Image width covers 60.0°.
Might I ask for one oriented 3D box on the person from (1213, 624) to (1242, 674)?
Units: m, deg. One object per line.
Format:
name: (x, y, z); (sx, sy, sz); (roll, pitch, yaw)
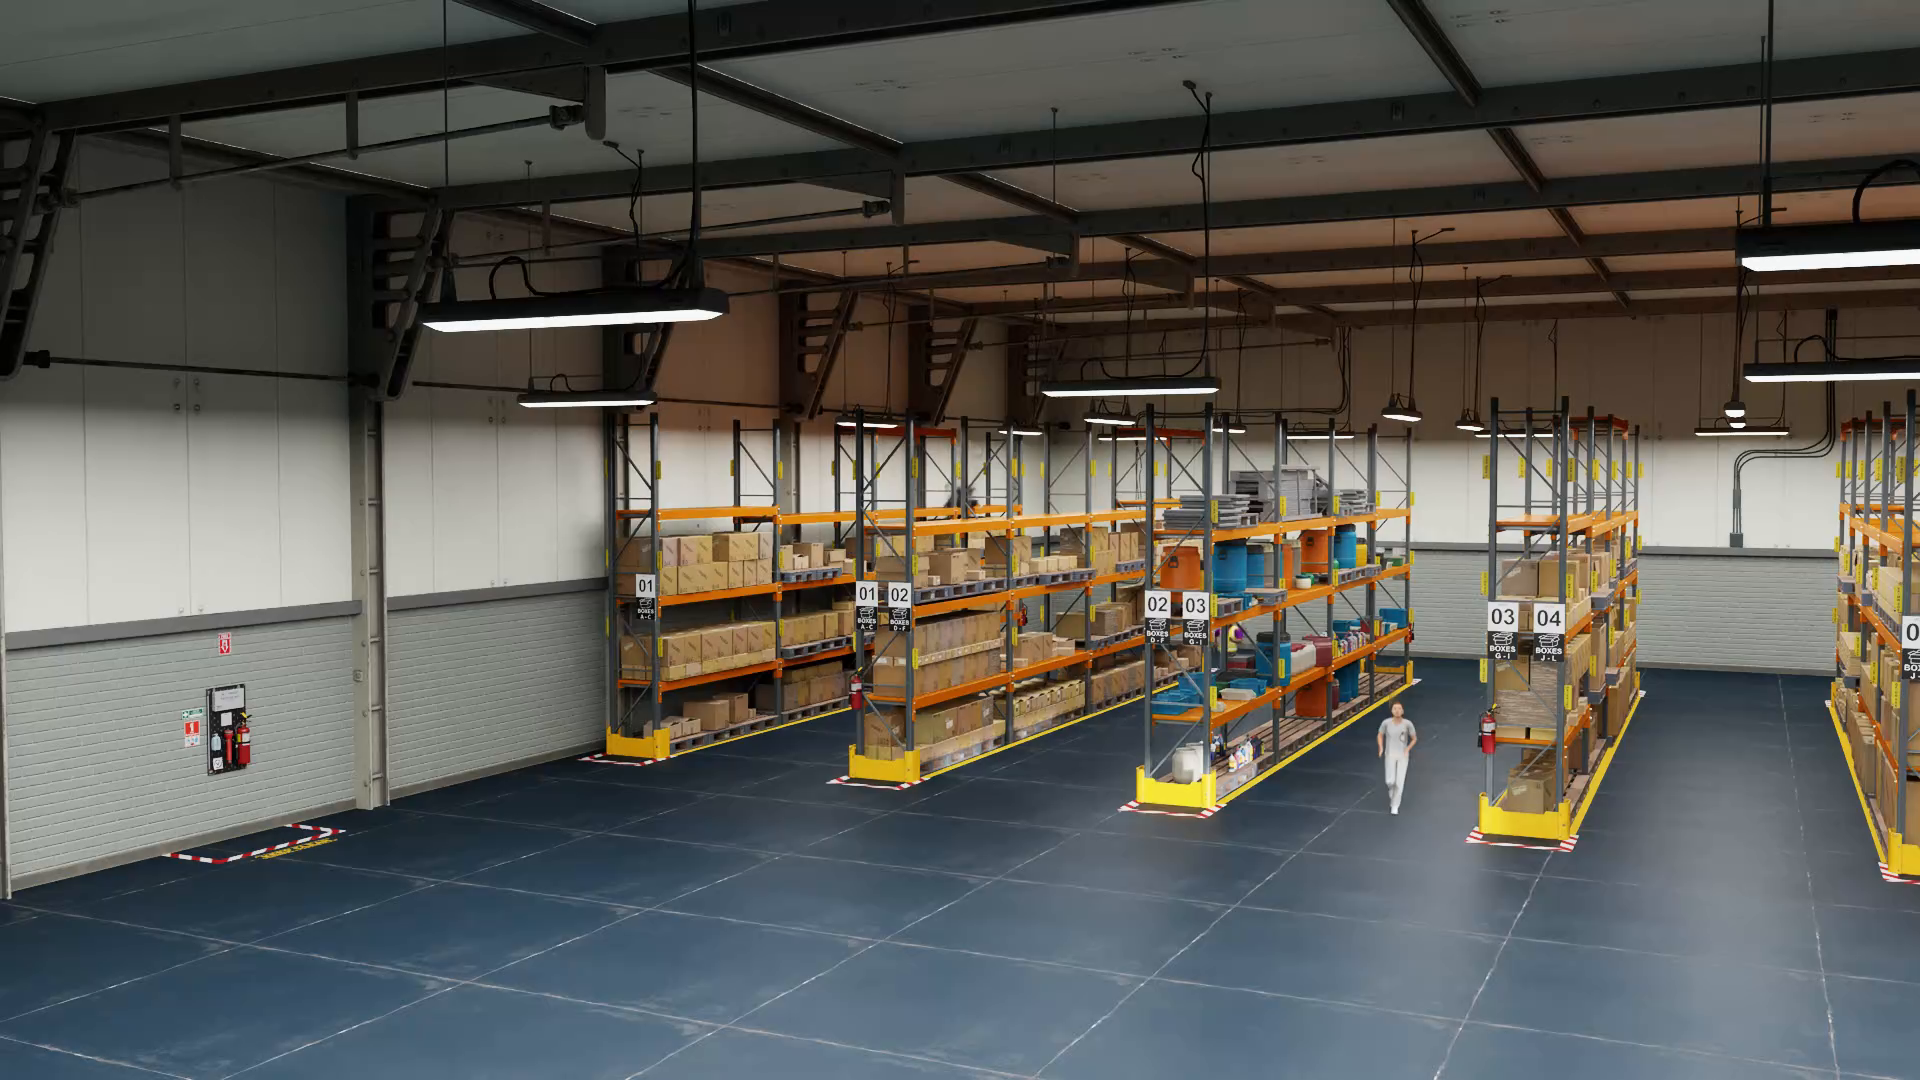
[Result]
person: (6.014, 2.551, 37.397); (0.670, 1.828, 0.764); (1, 2, 14)

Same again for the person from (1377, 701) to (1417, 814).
person: (6.413, 3.171, 24.412); (0.567, 1.627, 0.567); (1, 3, 16)
